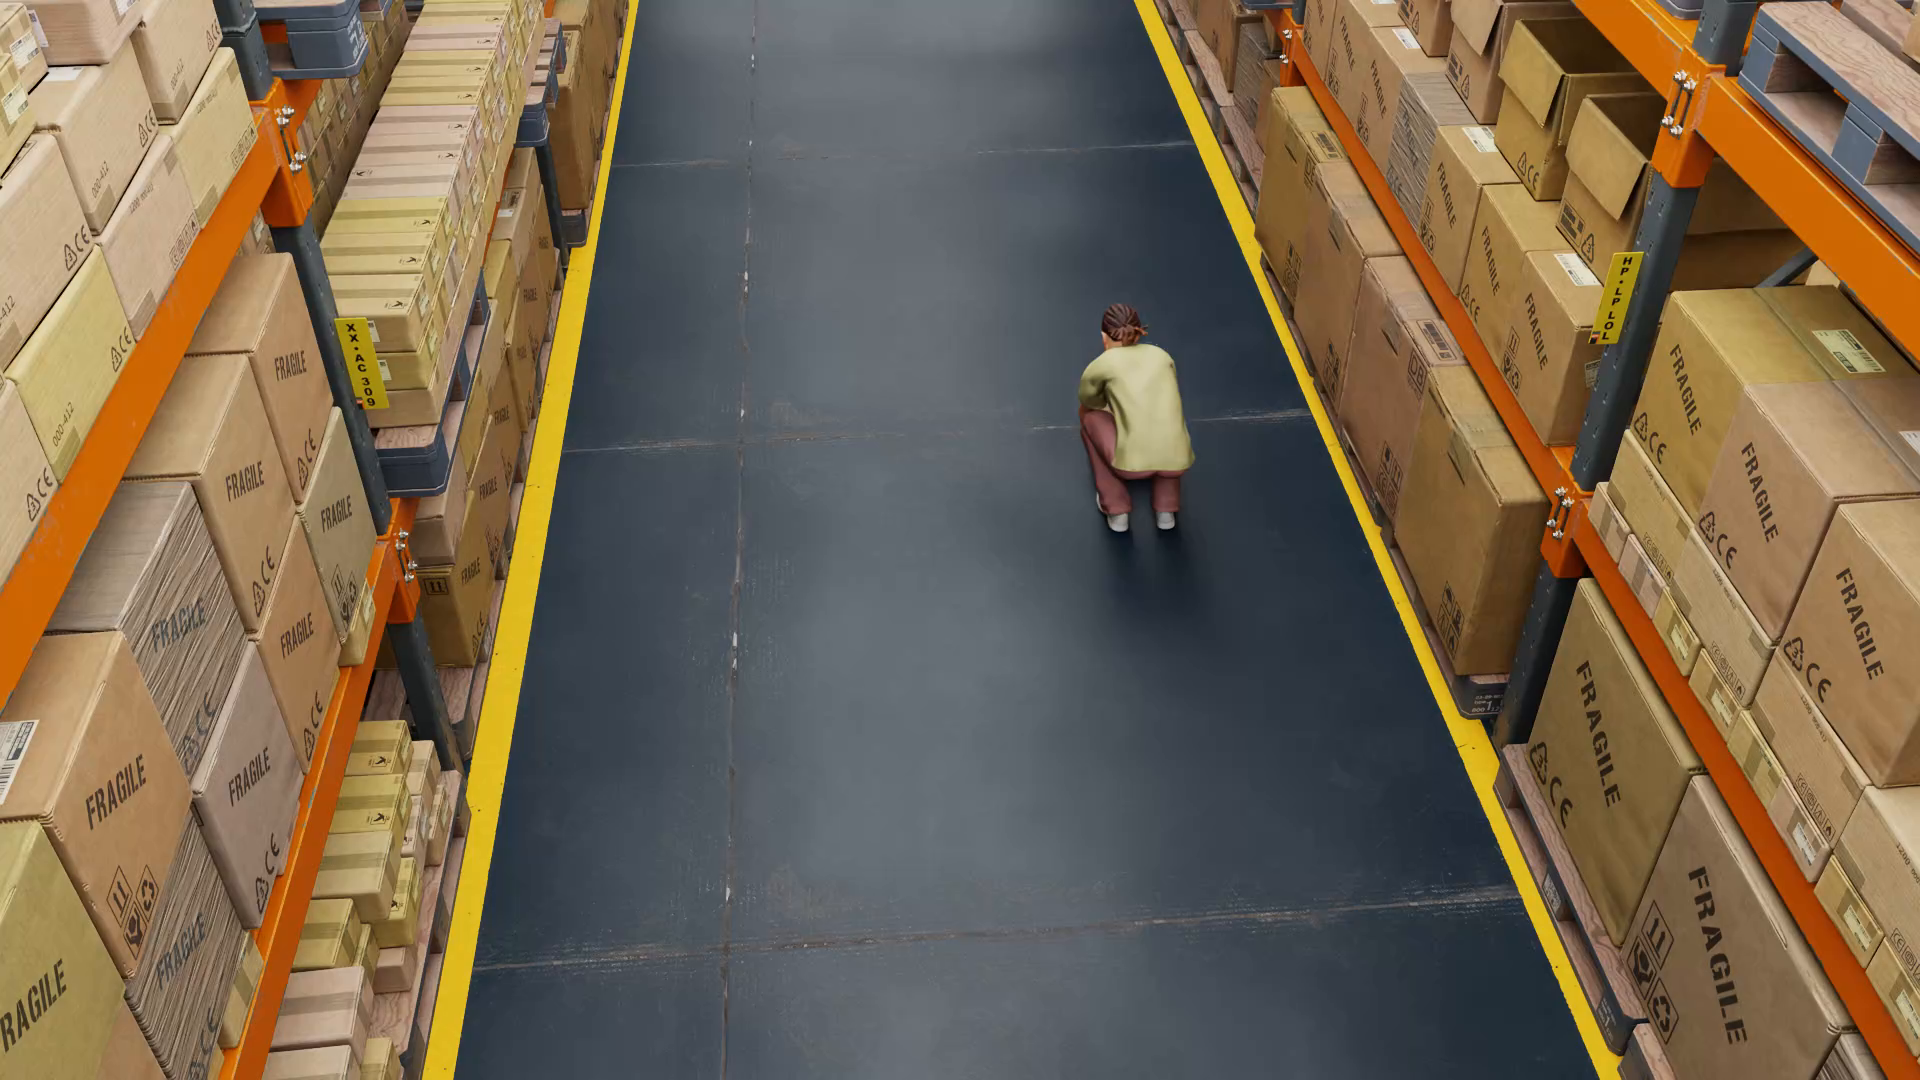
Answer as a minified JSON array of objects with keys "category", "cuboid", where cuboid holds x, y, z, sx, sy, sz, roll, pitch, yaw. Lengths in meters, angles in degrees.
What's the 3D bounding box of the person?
[{"category":"person","cuboid":[0.789,-0.532,7.466,0.484,0.844,0.802,-3,39,-4]}]
